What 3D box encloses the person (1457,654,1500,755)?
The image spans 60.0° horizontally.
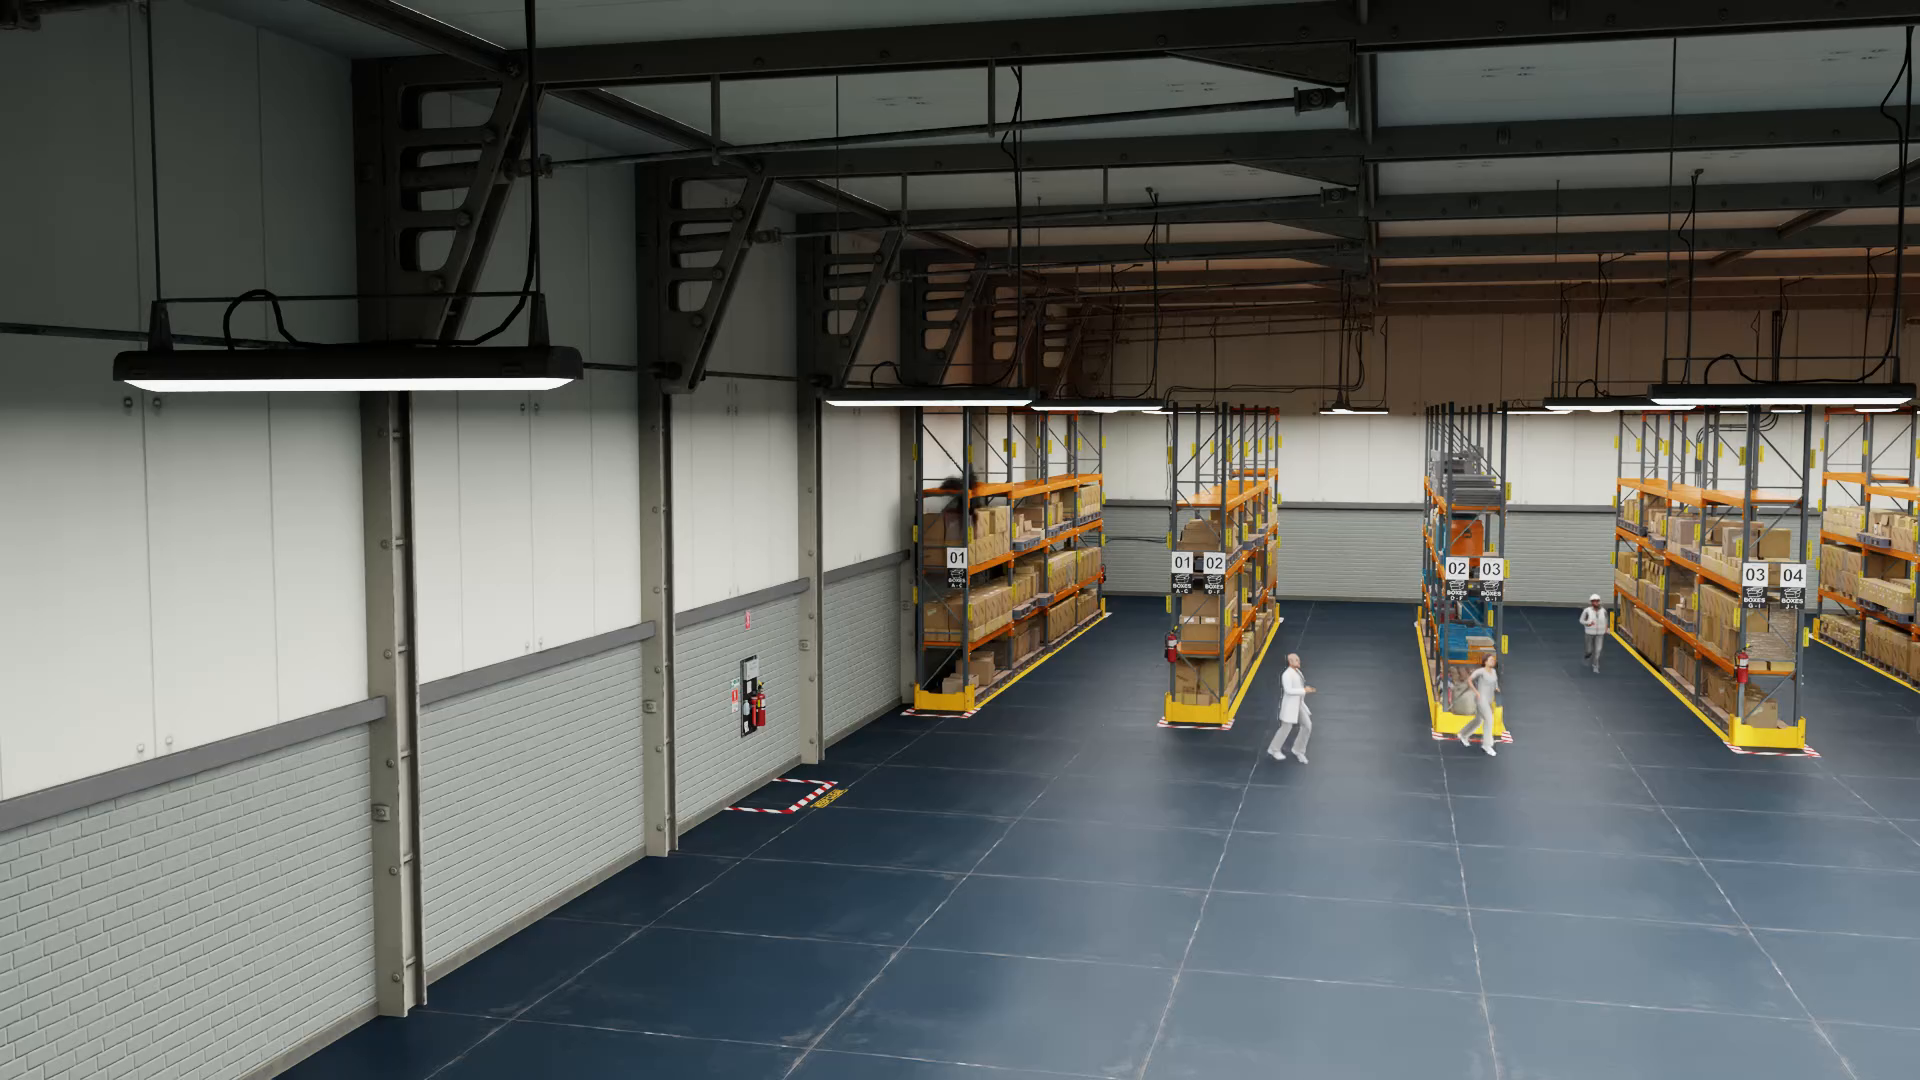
[{"bbox_3d":[8.957,2.780,28.558,0.570,1.709,0.828,-4,5,-40],"label":"person"}]

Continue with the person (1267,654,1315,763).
[{"bbox_3d":[5.505,2.849,27.572,0.840,1.767,0.709,3,5,38],"label":"person"}]

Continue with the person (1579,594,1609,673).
[{"bbox_3d":[14.244,2.086,37.349,0.671,1.745,0.797,0,4,6],"label":"person"}]
